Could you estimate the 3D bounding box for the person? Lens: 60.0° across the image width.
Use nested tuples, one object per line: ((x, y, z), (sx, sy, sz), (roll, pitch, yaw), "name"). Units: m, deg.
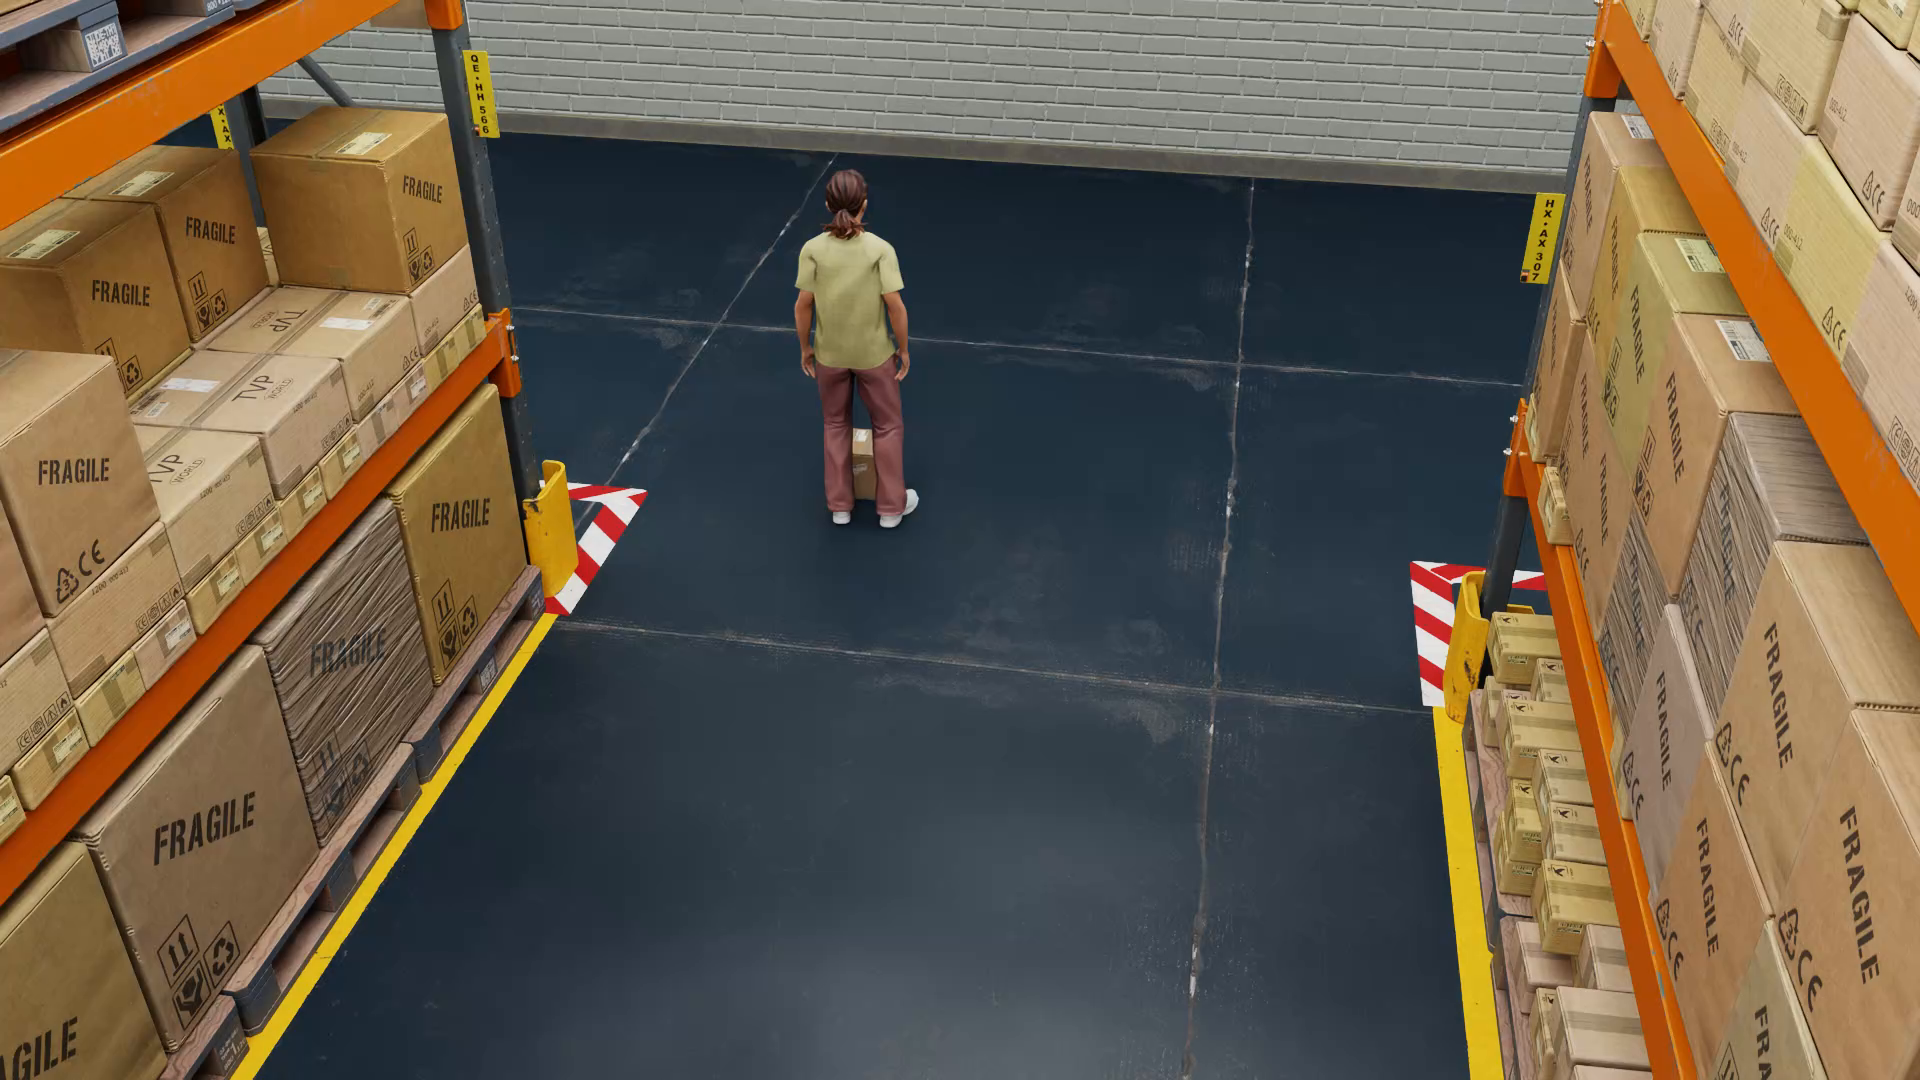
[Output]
((-0.465, -0.835, 7.450), (0.508, 1.671, 0.349), (4, 33, 6), "person")
